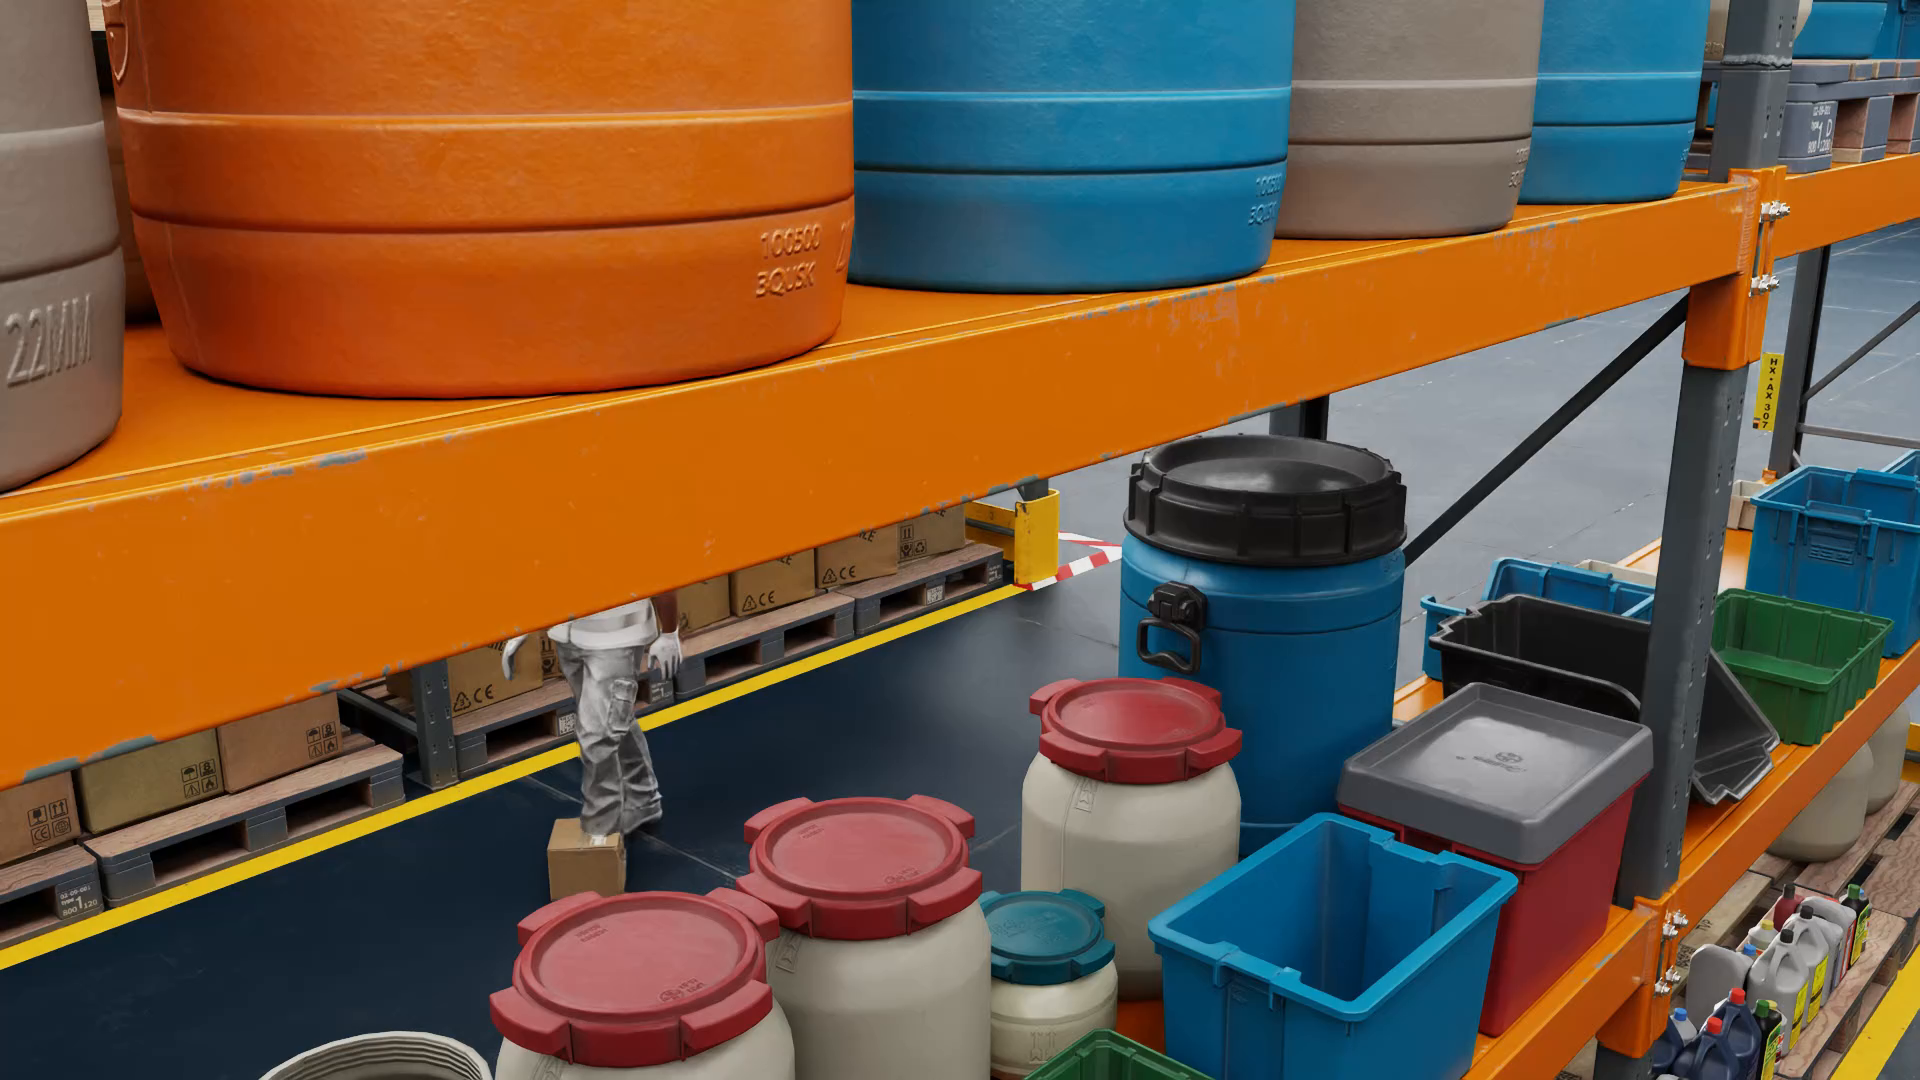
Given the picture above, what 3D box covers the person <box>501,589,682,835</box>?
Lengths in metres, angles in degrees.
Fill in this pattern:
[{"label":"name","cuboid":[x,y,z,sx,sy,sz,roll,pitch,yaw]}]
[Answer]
[{"label":"person","cuboid":[-1.378,0.409,6.167,0.549,1.825,0.754,11,20,32]}]
